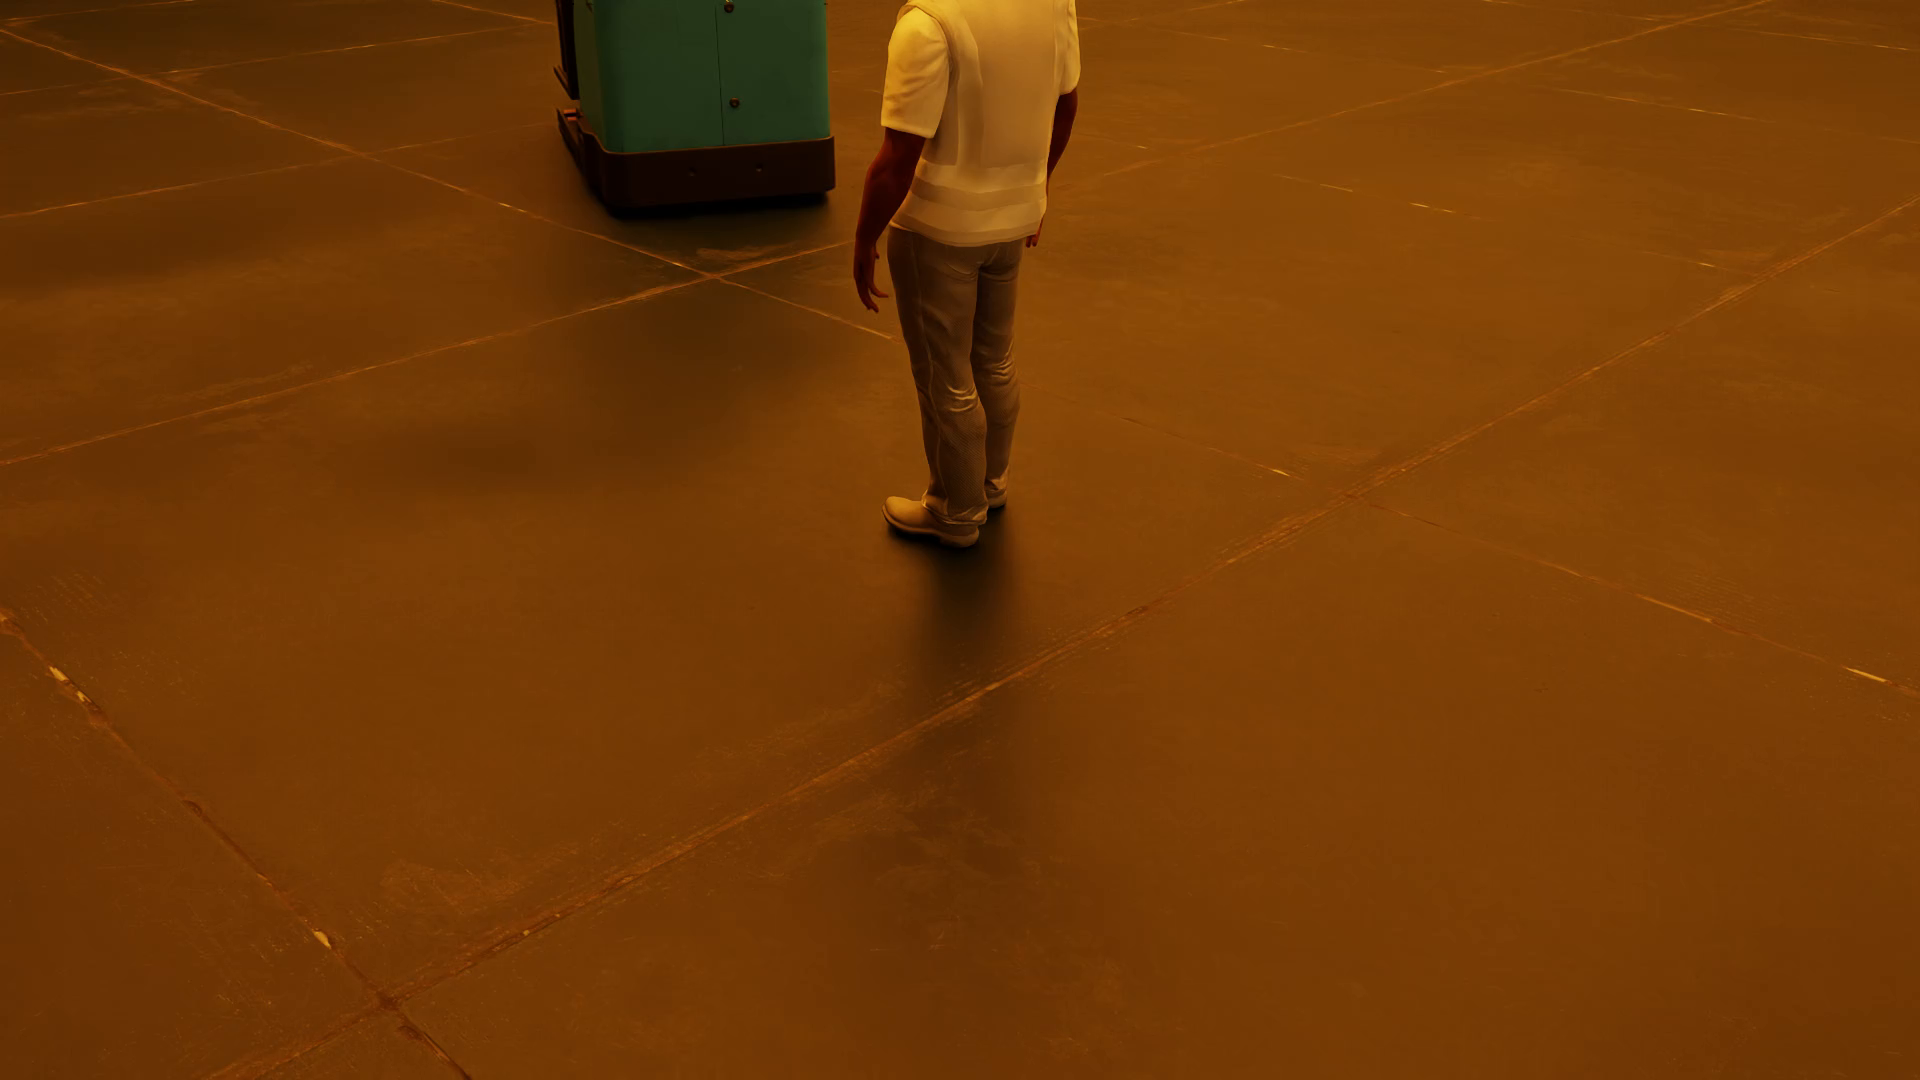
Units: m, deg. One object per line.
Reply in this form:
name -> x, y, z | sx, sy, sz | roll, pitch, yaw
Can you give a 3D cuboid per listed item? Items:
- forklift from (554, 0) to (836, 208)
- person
forklift -> -1.520, -3.421, 8.190 | 1.130, 2.935, 3.031 | -8, 27, -16
person -> -0.044, -0.823, 4.198 | 0.665, 1.765, 0.577 | -24, 35, -39
